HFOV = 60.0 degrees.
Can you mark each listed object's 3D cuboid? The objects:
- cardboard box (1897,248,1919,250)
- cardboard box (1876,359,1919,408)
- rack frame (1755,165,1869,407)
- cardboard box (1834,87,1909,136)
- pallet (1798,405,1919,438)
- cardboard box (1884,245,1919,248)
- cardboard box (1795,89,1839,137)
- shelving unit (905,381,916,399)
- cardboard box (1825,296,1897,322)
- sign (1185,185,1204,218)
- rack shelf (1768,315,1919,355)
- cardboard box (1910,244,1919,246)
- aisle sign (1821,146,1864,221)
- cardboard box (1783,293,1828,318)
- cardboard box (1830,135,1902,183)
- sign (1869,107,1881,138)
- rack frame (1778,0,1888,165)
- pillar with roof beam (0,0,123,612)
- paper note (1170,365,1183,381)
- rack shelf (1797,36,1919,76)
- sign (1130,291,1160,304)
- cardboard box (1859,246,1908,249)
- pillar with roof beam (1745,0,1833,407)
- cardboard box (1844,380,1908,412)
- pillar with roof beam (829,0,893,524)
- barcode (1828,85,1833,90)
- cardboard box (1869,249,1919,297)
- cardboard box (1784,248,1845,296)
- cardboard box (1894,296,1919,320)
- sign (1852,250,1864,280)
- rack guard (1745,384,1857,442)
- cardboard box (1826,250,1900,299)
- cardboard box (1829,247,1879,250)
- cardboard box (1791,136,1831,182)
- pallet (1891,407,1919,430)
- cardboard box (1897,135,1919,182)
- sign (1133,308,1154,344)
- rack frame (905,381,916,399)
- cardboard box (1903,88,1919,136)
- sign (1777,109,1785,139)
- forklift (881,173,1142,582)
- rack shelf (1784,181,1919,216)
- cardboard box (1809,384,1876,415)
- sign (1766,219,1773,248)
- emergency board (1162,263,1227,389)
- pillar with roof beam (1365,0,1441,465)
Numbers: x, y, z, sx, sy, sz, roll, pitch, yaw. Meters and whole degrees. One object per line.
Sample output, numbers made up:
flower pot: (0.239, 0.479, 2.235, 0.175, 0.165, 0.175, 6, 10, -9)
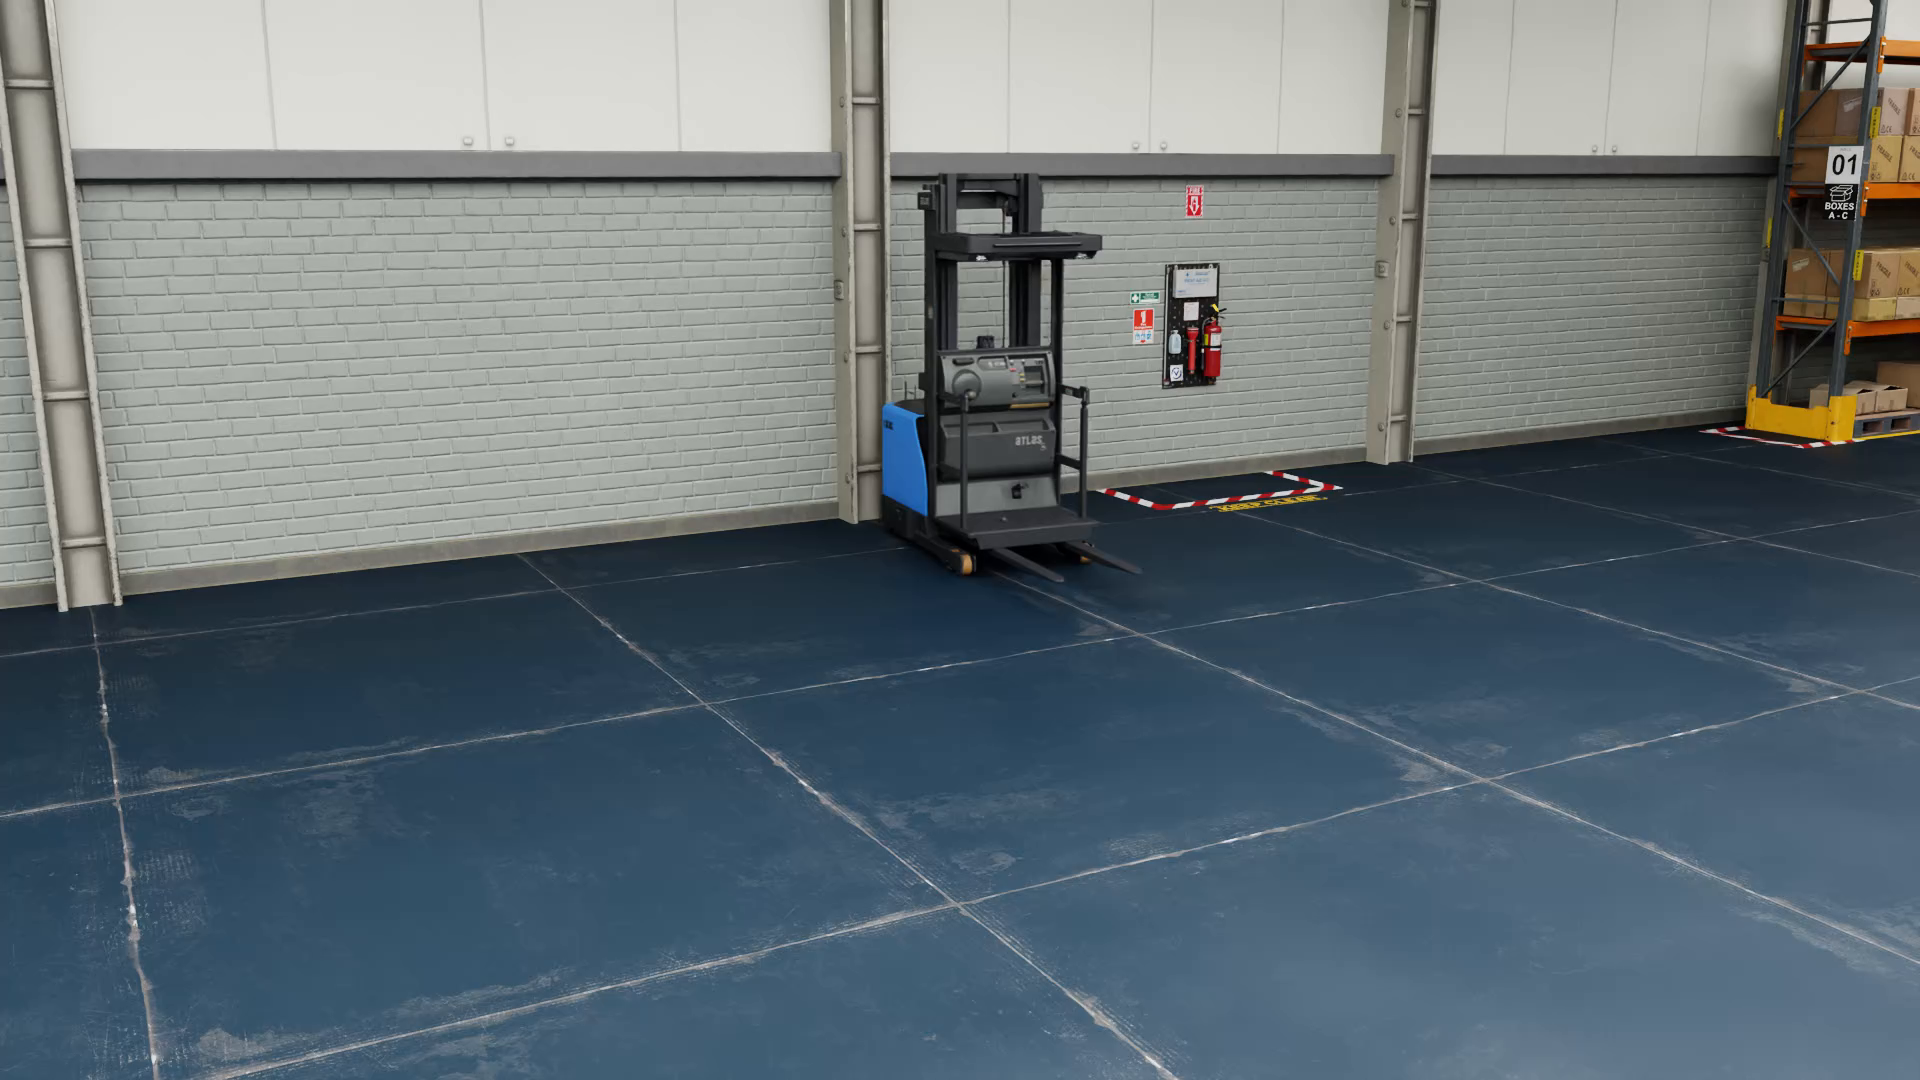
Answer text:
cardboard box: (10.970, -3.072, 19.014, 0.500, 0.500, 0.500, -7, 15, -30)
cardboard box: (11.331, -1.852, 19.697, 0.500, 0.500, 0.700, -8, 15, -31)
rack frame: (9.512, -2.674, 18.658, 0.127, 3.000, 1.000, -7, 14, -28)
cardboard box: (9.967, -4.677, 18.178, 0.500, 0.500, 0.500, -8, 15, -32)
pallet: (10.309, -1.400, 19.349, 1.213, 0.211, 1.003, -7, 14, -28)
cardboard box: (11.164, -3.226, 19.700, 0.500, 0.500, 0.500, -7, 14, -27)
cardboard box: (9.765, -4.779, 18.631, 0.500, 0.500, 0.500, -6, 14, -25)
shelving unit: (-0.336, -0.751, 14.215, 0.189, 1.200, 0.258, -5, 14, -22)
cardboard box: (10.093, -2.600, 18.628, 0.500, 0.250, 0.500, -7, 15, -29)
sign: (2.204, -3.180, 15.626, 0.199, 0.298, 0.001, -7, 14, -28)
rack shelf: (11.268, -2.533, 19.672, 4.000, 0.370, 1.077, -7, 14, -28)
cardboard box: (11.615, -3.283, 19.952, 0.500, 0.500, 0.500, -6, 14, -26)
aisle sign: (9.593, -3.877, 18.082, 0.004, 0.787, 0.394, -7, 14, -28)
cardboard box: (9.830, -2.697, 19.057, 0.500, 0.250, 0.500, -7, 14, -27)
cardboard box: (9.925, -4.183, 18.258, 0.500, 0.500, 0.500, -6, 14, -26)
sign: (9.772, -4.459, 17.768, 0.005, 0.325, 0.100, -7, 14, -28)
rack frame: (9.512, -5.601, 17.999, 0.127, 3.000, 1.000, -7, 14, -28)
pillar with roof beam: (-4.024, -3.118, 6.967, 0.400, 9.000, 9.100, -7, 14, -28)
paper note: (2.070, -1.595, 15.872, 0.142, 0.148, 0.016, -7, 14, -28)
rack shelf: (11.268, -5.458, 19.013, 4.000, 0.370, 1.077, -7, 14, -28)
sign: (1.732, -2.267, 15.561, 0.331, 0.109, 0.001, -7, 14, -28)
cardboard box: (10.722, -3.173, 19.464, 0.500, 0.500, 0.500, -7, 15, -29)
pillar with roof beam: (11.775, -5.011, 15.381, 0.400, 9.000, 9.100, -7, 14, -28)
cardboard box: (10.663, -1.692, 19.418, 0.500, 0.311, 0.500, -6, 14, -23)
pillar with roof beam: (1.242, -3.749, 9.771, 0.400, 9.000, 9.100, -7, 14, -28)
barcode: (9.896, -5.137, 18.902, 0.075, 0.075, 0.001, -7, 14, -28)
cardboard box: (10.514, -3.019, 18.778, 0.500, 0.500, 0.500, -7, 14, -28)
cardboard box: (9.824, -3.067, 18.992, 0.500, 0.500, 0.500, -7, 14, -28)
cardboard box: (10.542, -2.658, 18.883, 0.500, 0.250, 0.500, -7, 15, -30)
sign: (9.772, -2.992, 18.098, 0.005, 0.325, 0.100, -7, 14, -28)
rack guard: (9.579, -1.462, 18.968, 0.348, 0.500, 1.175, -7, 14, -28)
cardboard box: (10.075, -2.968, 18.556, 0.500, 0.500, 0.500, -7, 14, -28)
cardboard box: (10.271, -3.118, 19.219, 0.500, 0.500, 0.500, -7, 14, -27)
cardboard box: (9.757, -4.288, 18.727, 0.500, 0.500, 0.500, -6, 14, -24)
pallet: (11.378, -1.527, 19.915, 1.213, 0.211, 1.003, -7, 14, -28)
cardboard box: (10.414, -4.232, 18.478, 0.500, 0.500, 0.500, -6, 14, -24)
sign: (1.724, -2.009, 15.624, 0.234, 0.329, 0.001, -7, 14, -28)
rack frame: (-0.420, -0.744, 14.180, 0.006, 1.200, 0.240, -5, 14, -22)
cardboard box: (10.431, -4.720, 18.369, 0.500, 0.500, 0.500, -7, 14, -29)
sign: (9.264, -4.678, 18.716, 0.005, 0.325, 0.100, -7, 14, -28)
forklift: (0.379, -1.266, 12.558, 1.130, 2.935, 3.031, -5, 14, -22)
rack shelf: (11.268, -3.997, 19.342, 4.000, 0.370, 1.077, -7, 14, -28)
cardboard box: (10.163, -1.632, 19.151, 0.500, 0.311, 0.500, -9, 15, -34)
sign: (9.264, -3.502, 18.981, 0.005, 0.325, 0.100, -7, 14, -28)
emergency board: (2.258, -2.030, 15.799, 0.643, 1.169, 0.194, -7, 14, -28)
pillar with roof beam: (6.508, -4.380, 12.576, 0.400, 9.000, 9.100, -7, 14, -28)
